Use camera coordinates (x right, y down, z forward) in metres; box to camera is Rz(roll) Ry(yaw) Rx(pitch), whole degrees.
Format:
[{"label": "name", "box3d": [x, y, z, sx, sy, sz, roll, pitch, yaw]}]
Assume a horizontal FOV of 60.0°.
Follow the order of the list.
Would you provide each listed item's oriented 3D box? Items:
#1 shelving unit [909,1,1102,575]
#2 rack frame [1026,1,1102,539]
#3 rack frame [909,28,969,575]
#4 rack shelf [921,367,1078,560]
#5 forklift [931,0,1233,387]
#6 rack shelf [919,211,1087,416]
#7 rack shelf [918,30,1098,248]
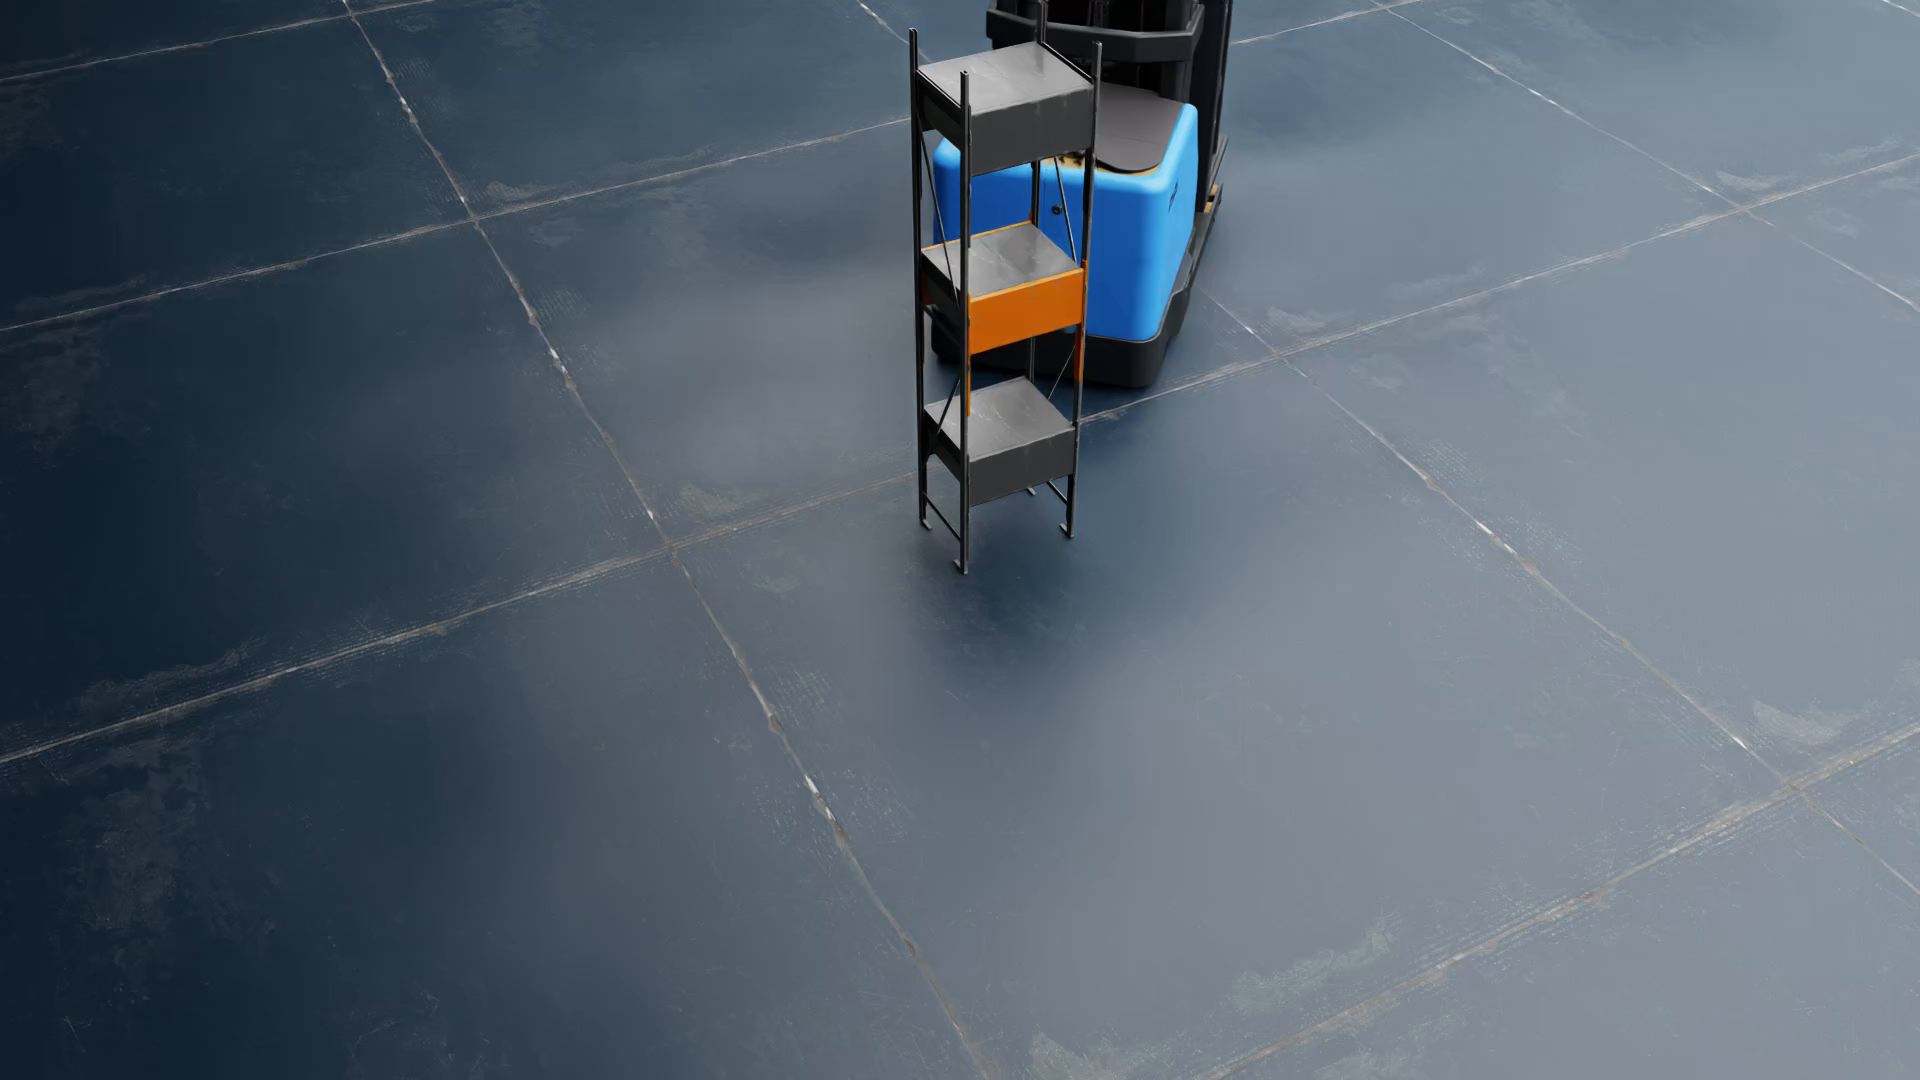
[{"label": "shelving unit", "box3d": [0.147, -0.851, 6.130, 0.503, 2.100, 0.431, -19, 44, -21]}, {"label": "rack frame", "box3d": [0.363, -0.924, 6.216, 0.015, 2.100, 0.400, -19, 44, -21]}, {"label": "rack frame", "box3d": [-0.070, -0.778, 6.044, 0.015, 2.100, 0.400, -19, 44, -21]}, {"label": "rack shelf", "box3d": [0.147, -0.306, 6.591, 0.480, 0.518, 0.431, -19, 44, -21]}, {"label": "forklift", "box3d": [0.756, -2.763, 7.746, 1.130, 2.935, 3.031, 10, 41, 12]}, {"label": "rack shelf", "box3d": [0.147, -0.840, 6.139, 0.480, 0.518, 0.431, -19, 44, -21]}, {"label": "rack shelf", "box3d": [0.147, -1.375, 5.687, 0.480, 0.518, 0.431, -19, 44, -21]}]
